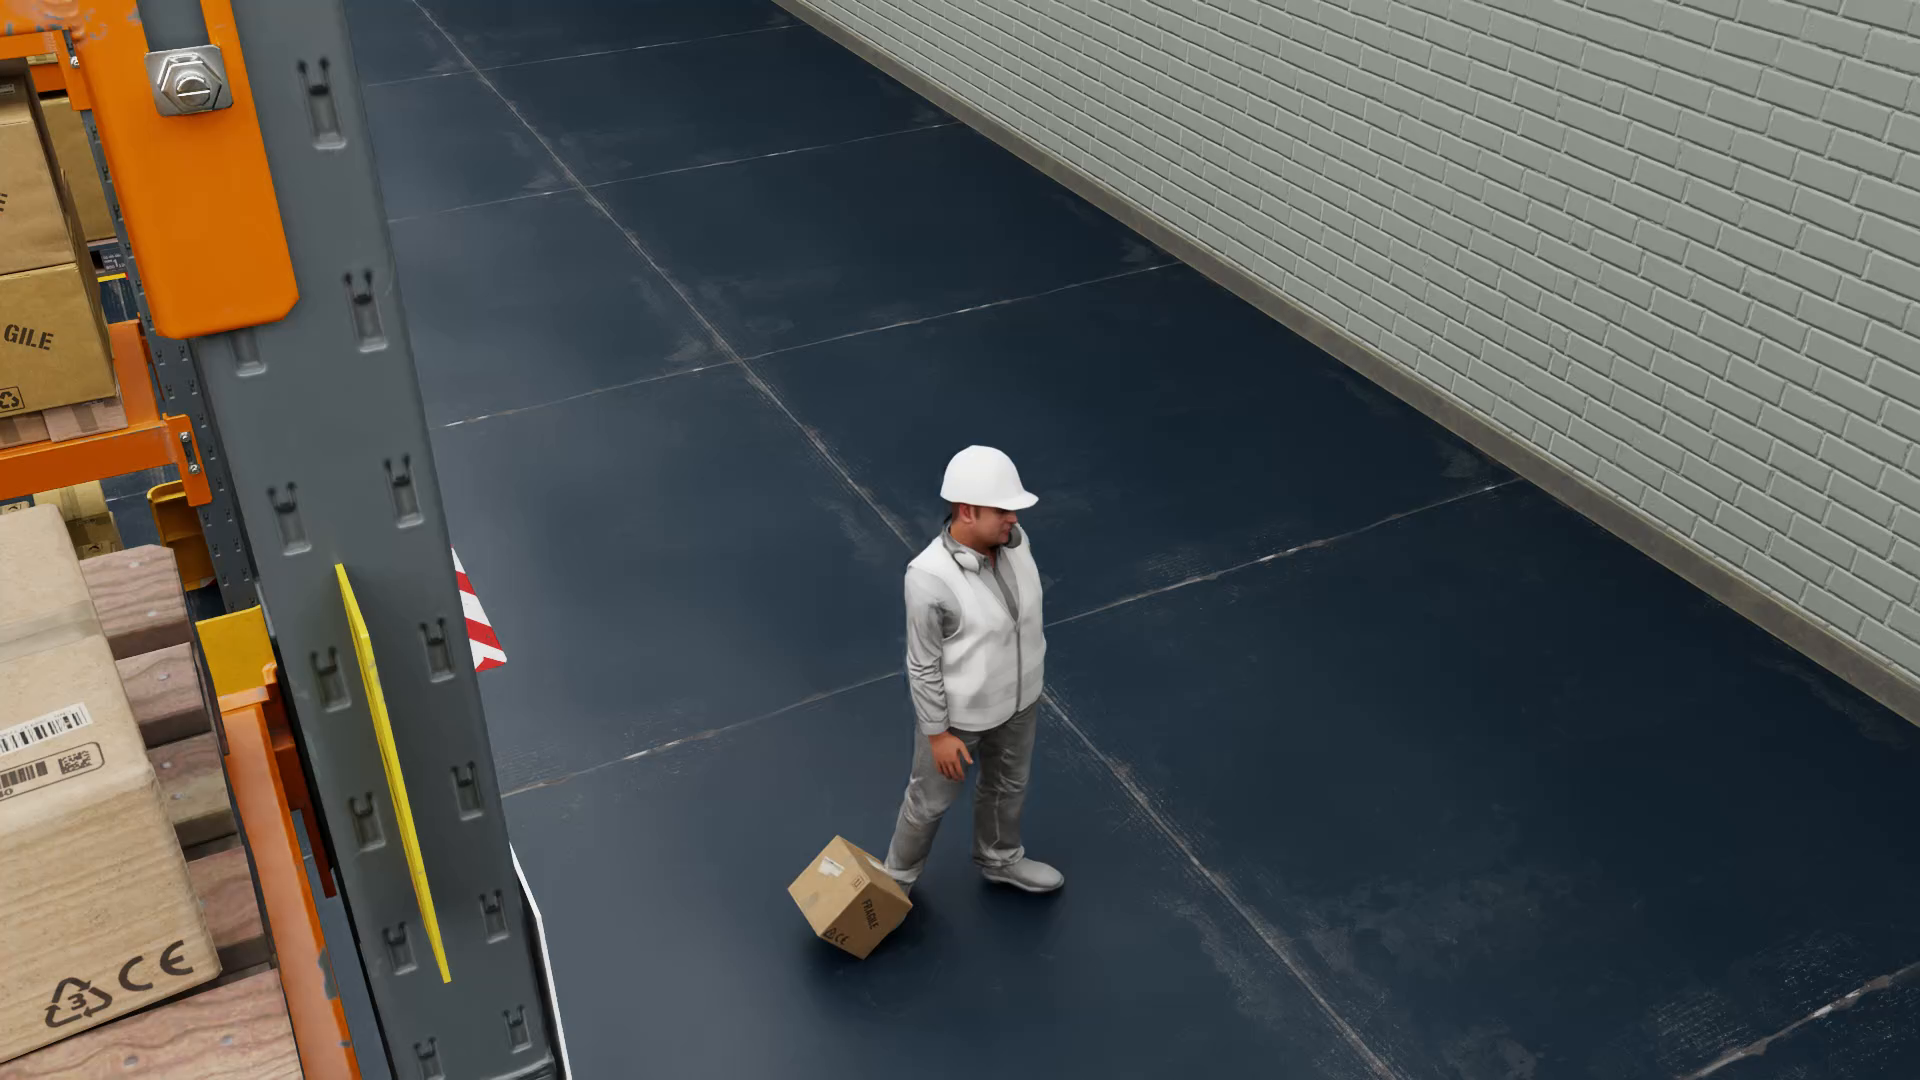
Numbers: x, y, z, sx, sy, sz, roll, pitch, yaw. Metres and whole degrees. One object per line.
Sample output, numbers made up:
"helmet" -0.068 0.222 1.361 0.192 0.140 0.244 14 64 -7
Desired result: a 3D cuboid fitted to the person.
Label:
"person" -0.006 0.504 5.312 0.652 1.771 0.459 -28 42 -36
